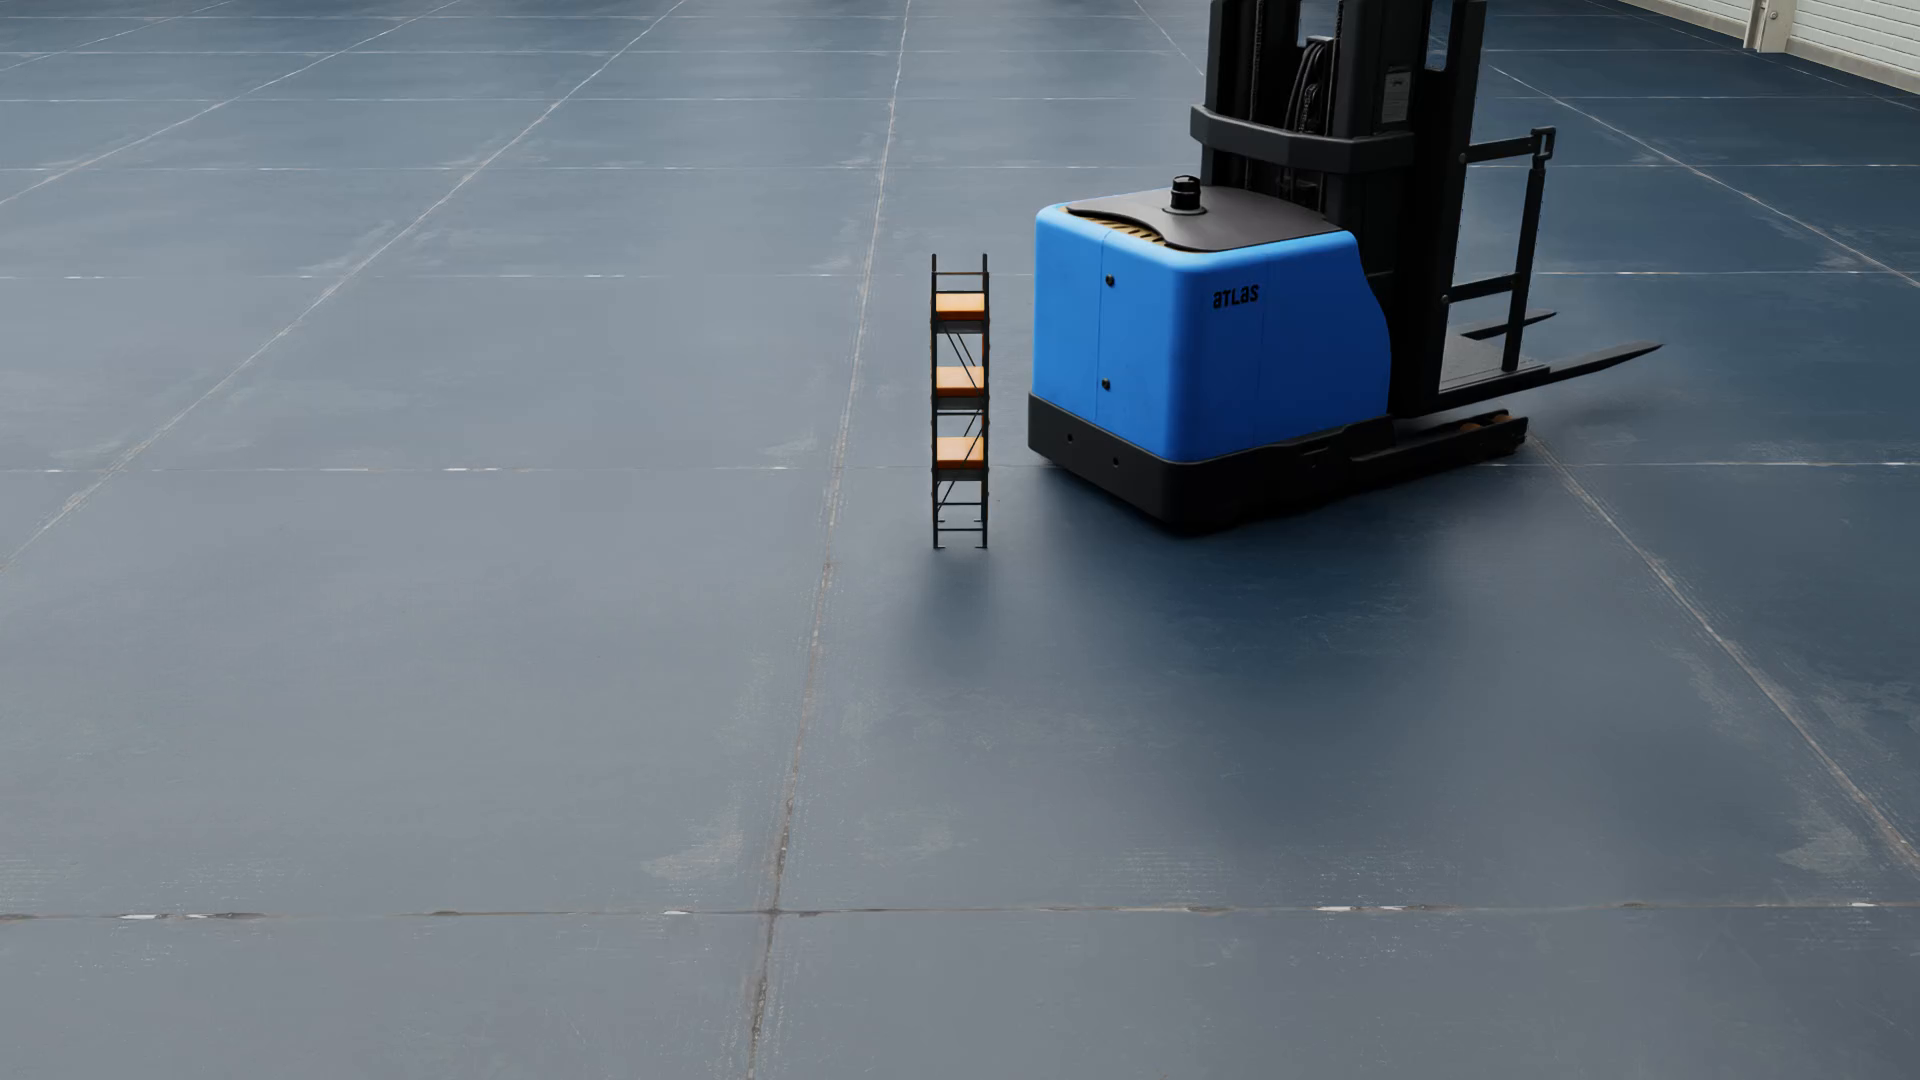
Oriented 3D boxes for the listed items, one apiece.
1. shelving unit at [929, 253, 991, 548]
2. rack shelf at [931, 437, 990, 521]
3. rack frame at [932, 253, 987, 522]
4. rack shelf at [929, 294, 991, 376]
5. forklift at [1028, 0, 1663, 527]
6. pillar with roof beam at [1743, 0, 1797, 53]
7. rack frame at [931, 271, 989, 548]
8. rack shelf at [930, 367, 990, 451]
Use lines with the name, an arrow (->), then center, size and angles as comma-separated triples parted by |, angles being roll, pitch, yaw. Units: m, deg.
shelving unit -> -0.001, -0.500, 6.082 | 0.215, 1.050, 0.252 | 0, 24, -1
rack shelf -> -0.001, -0.238, 6.201 | 0.215, 0.259, 0.240 | 0, 24, -1
rack frame -> -0.002, -0.551, 6.194 | 0.200, 1.050, 0.008 | 0, 24, -1
rack shelf -> -0.001, -0.749, 5.970 | 0.215, 0.259, 0.240 | 0, 24, -1
forklift -> 1.804, -1.828, 6.735 | 3.031, 2.935, 1.130 | -14, 28, -29
pillar with roof beam -> 4.380, -9.368, 16.044 | 9.100, 9.000, 0.400 | 0, 24, -1
rack frame -> 0.001, -0.450, 5.971 | 0.200, 1.050, 0.008 | 0, 24, -1
rack shelf -> -0.001, -0.491, 6.087 | 0.215, 0.259, 0.240 | 0, 24, -1
